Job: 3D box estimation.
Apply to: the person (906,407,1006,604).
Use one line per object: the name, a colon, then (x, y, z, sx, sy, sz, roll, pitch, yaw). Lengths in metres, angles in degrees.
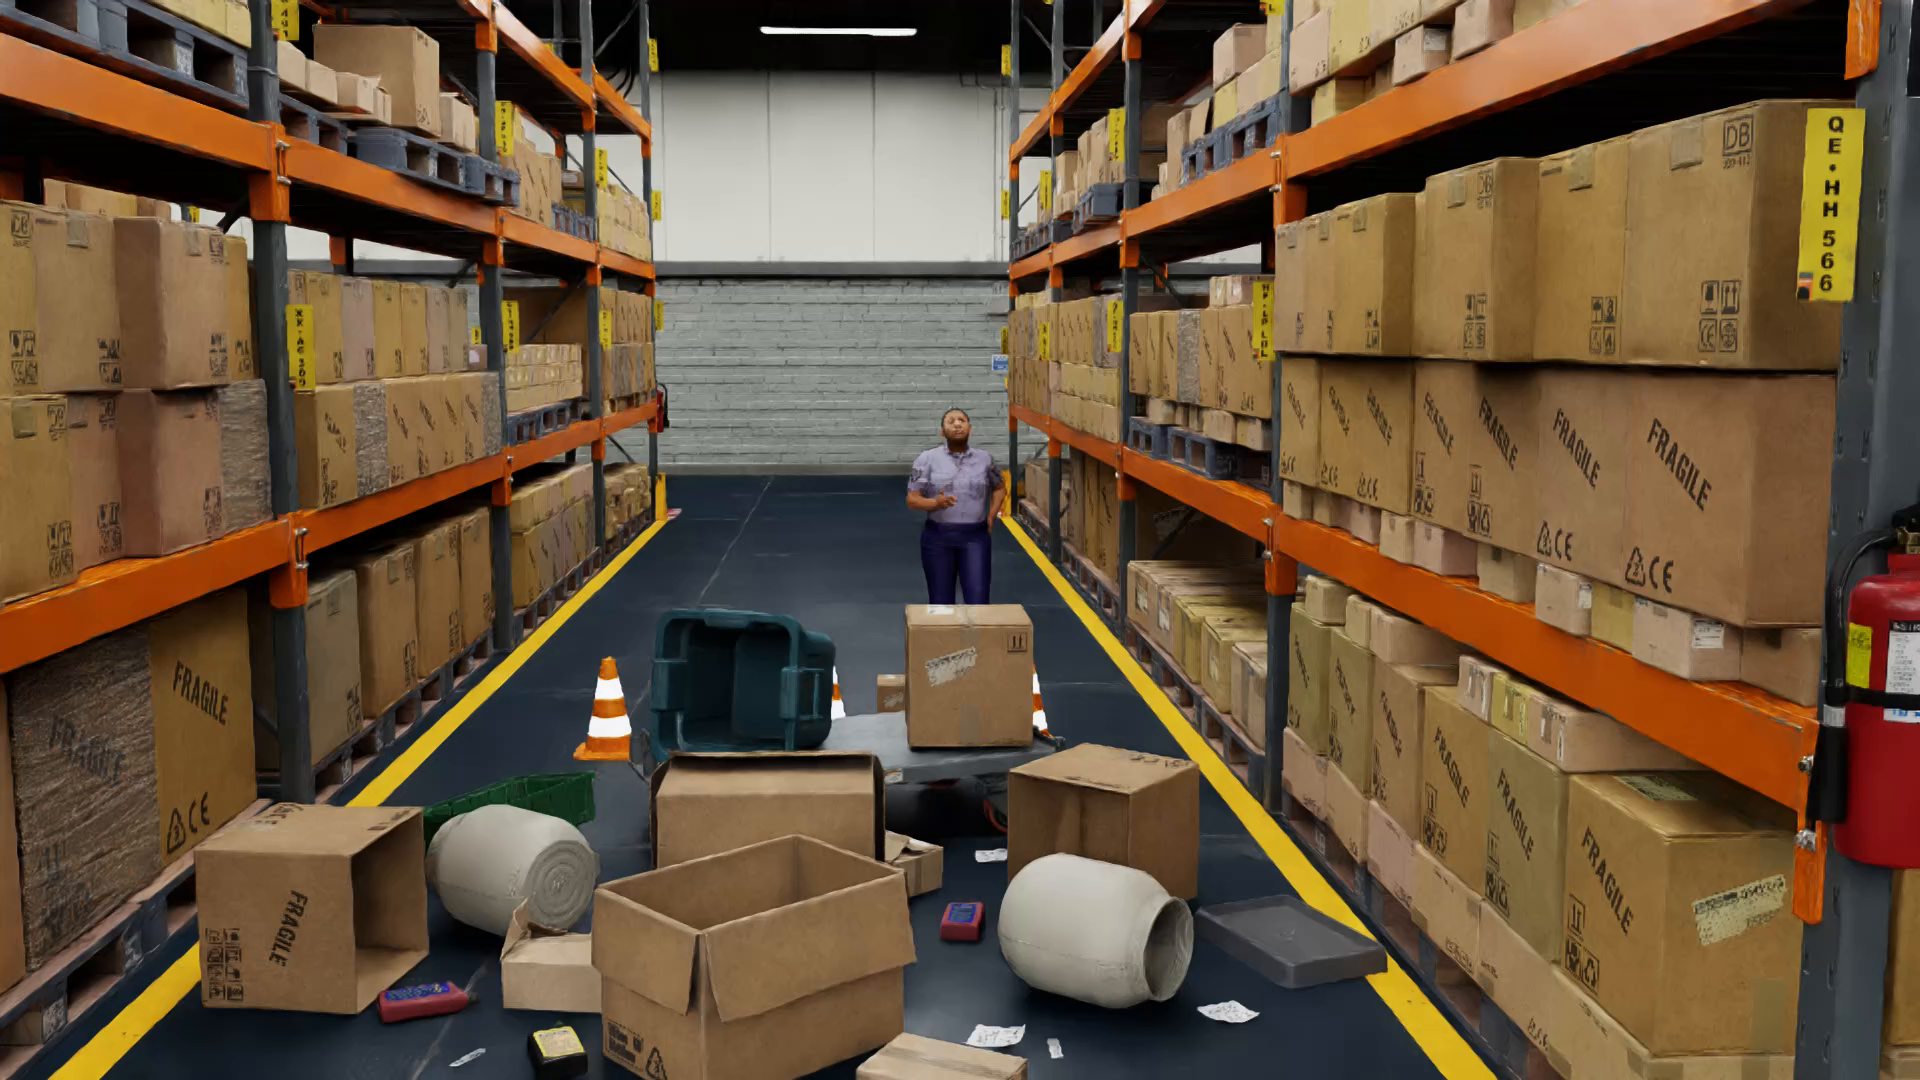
person: (-0.015, 0.081, 9.507, 0.586, 1.660, 0.627, 0, 7, -1)
